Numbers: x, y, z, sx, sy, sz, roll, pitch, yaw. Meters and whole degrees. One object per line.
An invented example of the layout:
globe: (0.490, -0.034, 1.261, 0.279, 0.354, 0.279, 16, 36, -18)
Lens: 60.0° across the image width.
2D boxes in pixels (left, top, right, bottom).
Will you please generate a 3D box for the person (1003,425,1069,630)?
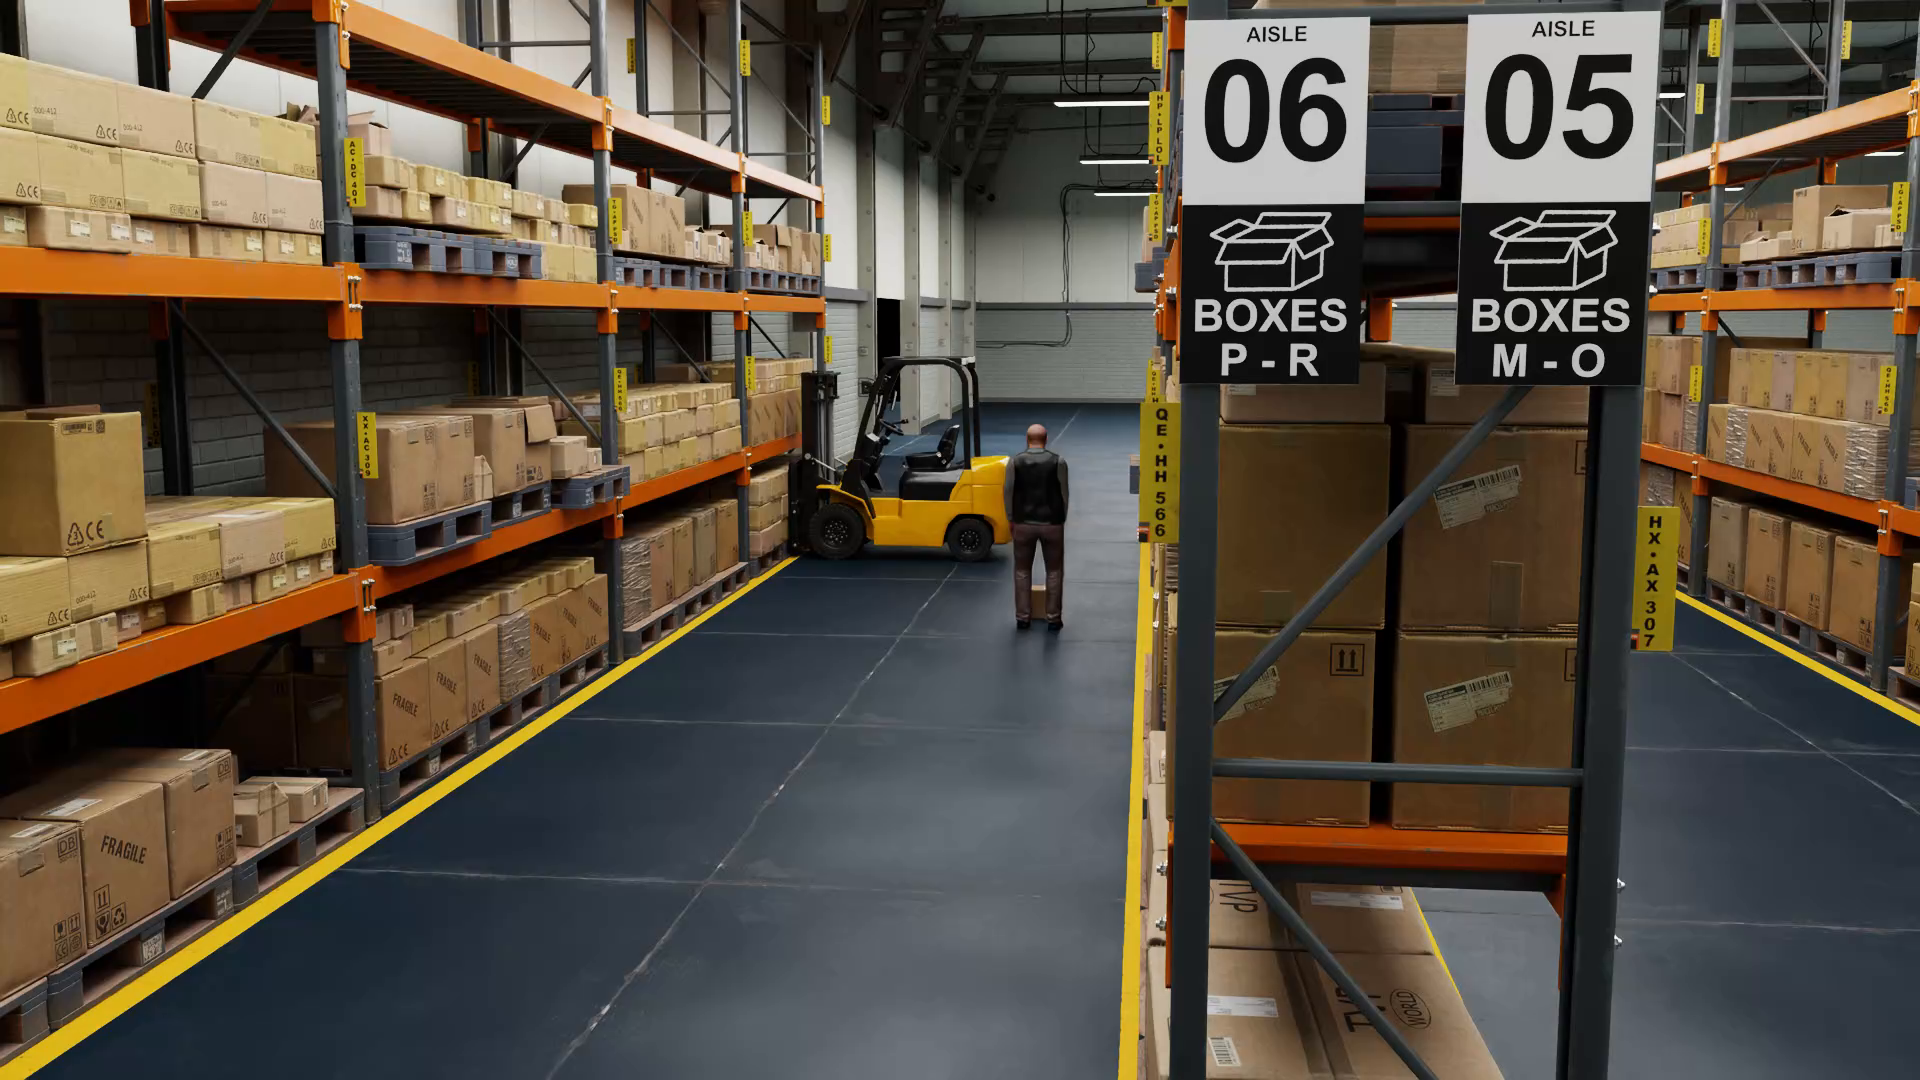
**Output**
person: (0.631, -0.106, 13.817, 0.546, 1.697, 0.385, 1, 8, 8)
